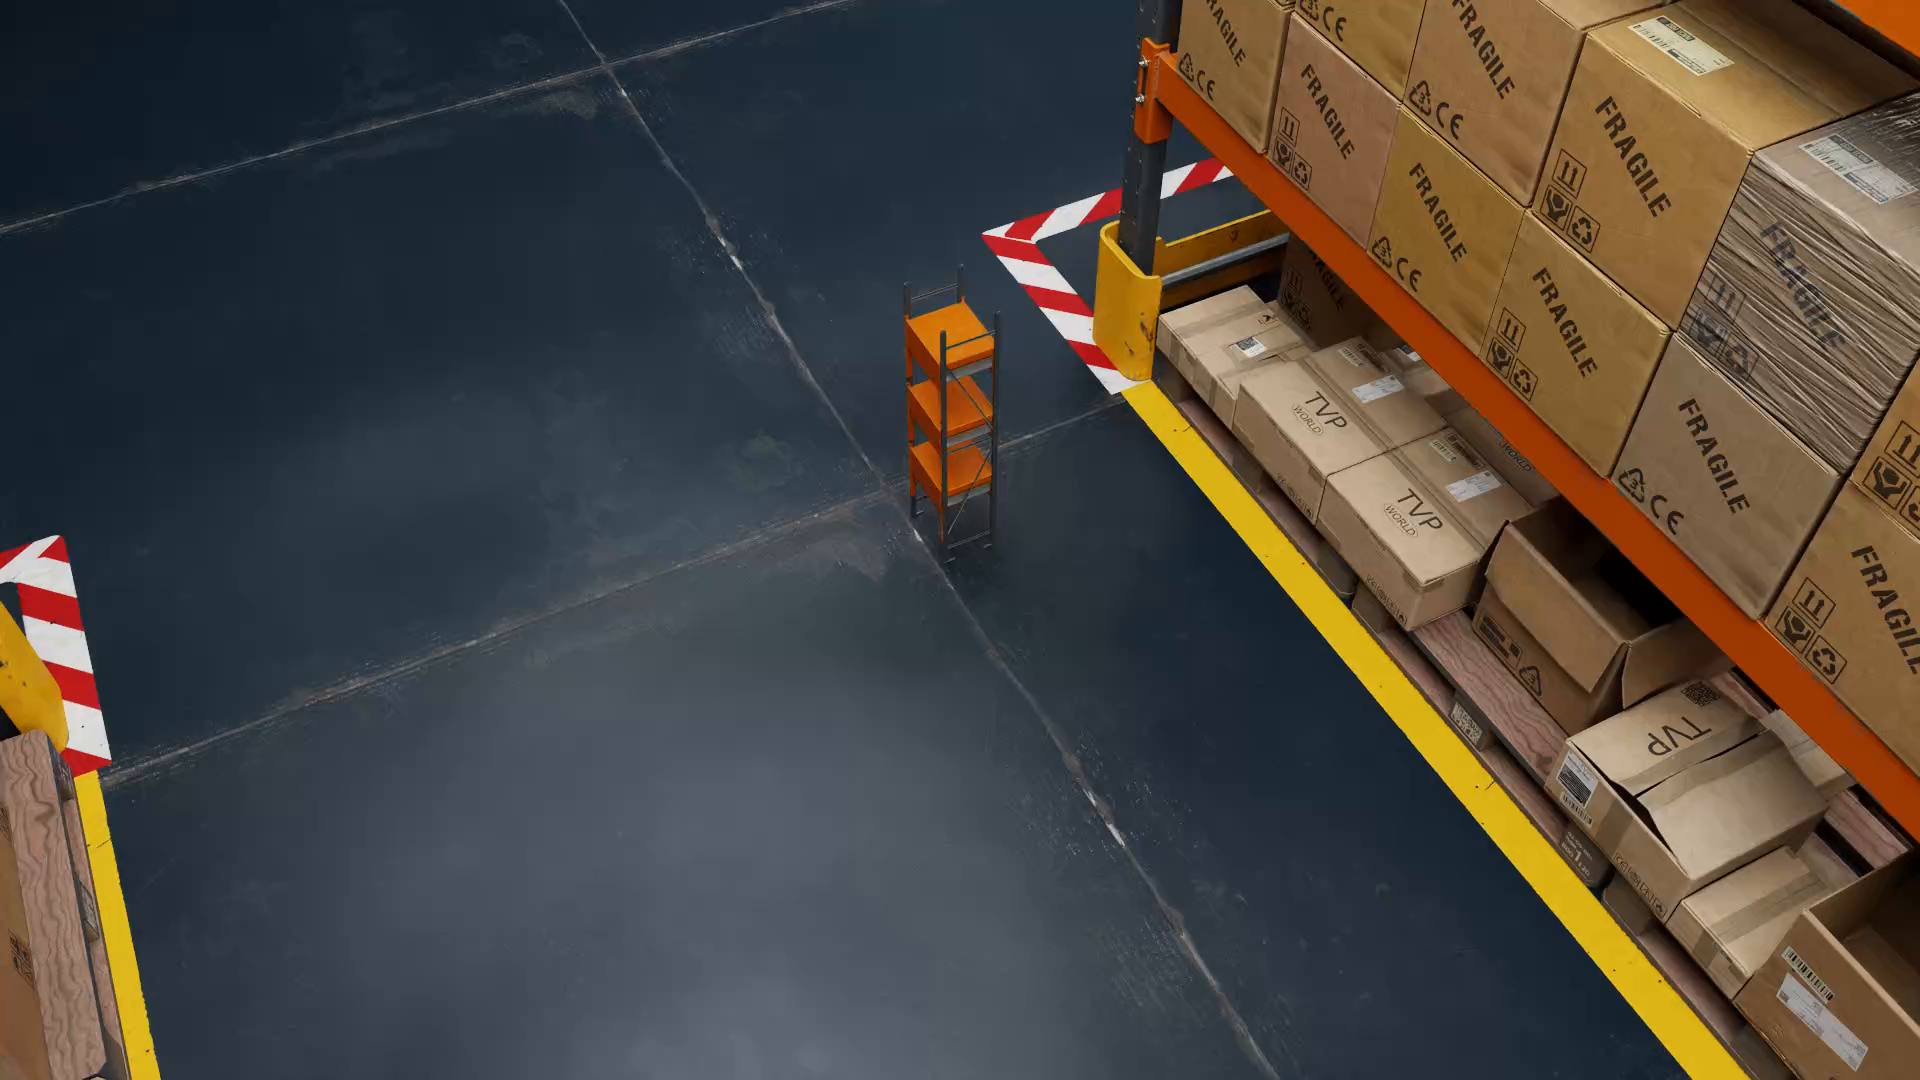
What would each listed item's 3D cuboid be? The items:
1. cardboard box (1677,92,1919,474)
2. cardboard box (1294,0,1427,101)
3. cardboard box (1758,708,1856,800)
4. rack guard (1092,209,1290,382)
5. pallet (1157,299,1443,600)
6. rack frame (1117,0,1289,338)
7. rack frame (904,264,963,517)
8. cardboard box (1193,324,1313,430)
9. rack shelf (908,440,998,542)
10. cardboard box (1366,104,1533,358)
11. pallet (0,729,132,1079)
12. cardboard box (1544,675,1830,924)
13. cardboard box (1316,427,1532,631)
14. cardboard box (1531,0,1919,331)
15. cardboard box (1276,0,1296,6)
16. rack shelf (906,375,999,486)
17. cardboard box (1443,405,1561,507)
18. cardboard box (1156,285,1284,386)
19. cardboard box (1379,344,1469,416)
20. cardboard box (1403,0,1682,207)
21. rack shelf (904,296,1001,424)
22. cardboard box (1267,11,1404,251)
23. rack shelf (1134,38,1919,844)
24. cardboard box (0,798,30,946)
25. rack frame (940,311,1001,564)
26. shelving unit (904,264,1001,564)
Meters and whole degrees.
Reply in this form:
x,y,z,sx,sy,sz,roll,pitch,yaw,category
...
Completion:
x,y,z,sx,sy,sz,roll,pitch,yaw,category
1.953,-0.548,3.506,0.500,0.500,0.500,-21,52,-17,cardboard box
1.267,-1.562,4.392,0.500,0.500,0.500,-21,52,-17,cardboard box
2.478,0.600,4.823,0.380,0.166,0.250,-21,52,-18,cardboard box
1.087,-1.061,6.346,1.175,0.500,0.348,-21,52,-18,rack guard
1.452,-0.432,5.988,1.003,0.211,1.213,-21,52,-18,pallet
1.052,-1.935,5.449,1.000,3.000,0.127,-21,52,-18,rack frame
-0.080,-0.463,5.458,0.200,1.050,0.008,-21,52,-18,rack frame
1.052,-0.581,5.855,0.380,0.166,0.250,-21,52,-18,cardboard box
-0.024,-0.192,5.603,0.215,0.259,0.240,-21,52,-18,rack shelf
1.488,-0.899,4.477,0.500,0.500,0.500,-21,52,-18,cardboard box
-2.915,1.200,4.560,1.003,0.211,1.213,-21,52,-18,pallet
2.026,0.697,4.641,0.500,0.311,0.500,-21,52,-18,cardboard box
1.506,-0.043,5.329,0.500,0.250,0.500,-21,52,-18,cardboard box
1.724,-0.885,3.801,0.500,0.500,0.500,-22,52,-18,cardboard box
1.021,-1.909,4.696,0.500,0.500,0.500,-20,52,-16,cardboard box
-0.024,-0.374,5.394,0.215,0.259,0.240,-21,52,-18,rack shelf
1.928,-0.249,5.509,0.500,0.250,0.500,-21,52,-18,cardboard box
0.938,-0.742,6.008,0.380,0.149,0.250,-21,52,-18,cardboard box
1.625,-0.565,5.842,0.380,0.166,0.250,-21,52,-18,cardboard box
1.491,-1.225,4.098,0.500,0.500,0.500,-21,52,-17,cardboard box
-0.024,-0.561,5.181,0.215,0.259,0.240,-21,52,-18,rack shelf
1.261,-1.236,4.772,0.500,0.500,0.500,-22,52,-18,cardboard box
1.967,-0.359,4.549,1.077,0.370,4.000,-21,52,-18,rack shelf
-2.942,0.893,4.358,0.700,0.500,0.500,-21,52,-18,cardboard box
0.031,-0.300,5.315,0.200,1.050,0.008,-21,52,-18,rack frame
-0.024,-0.381,5.386,0.215,1.050,0.252,-21,52,-18,shelving unit
